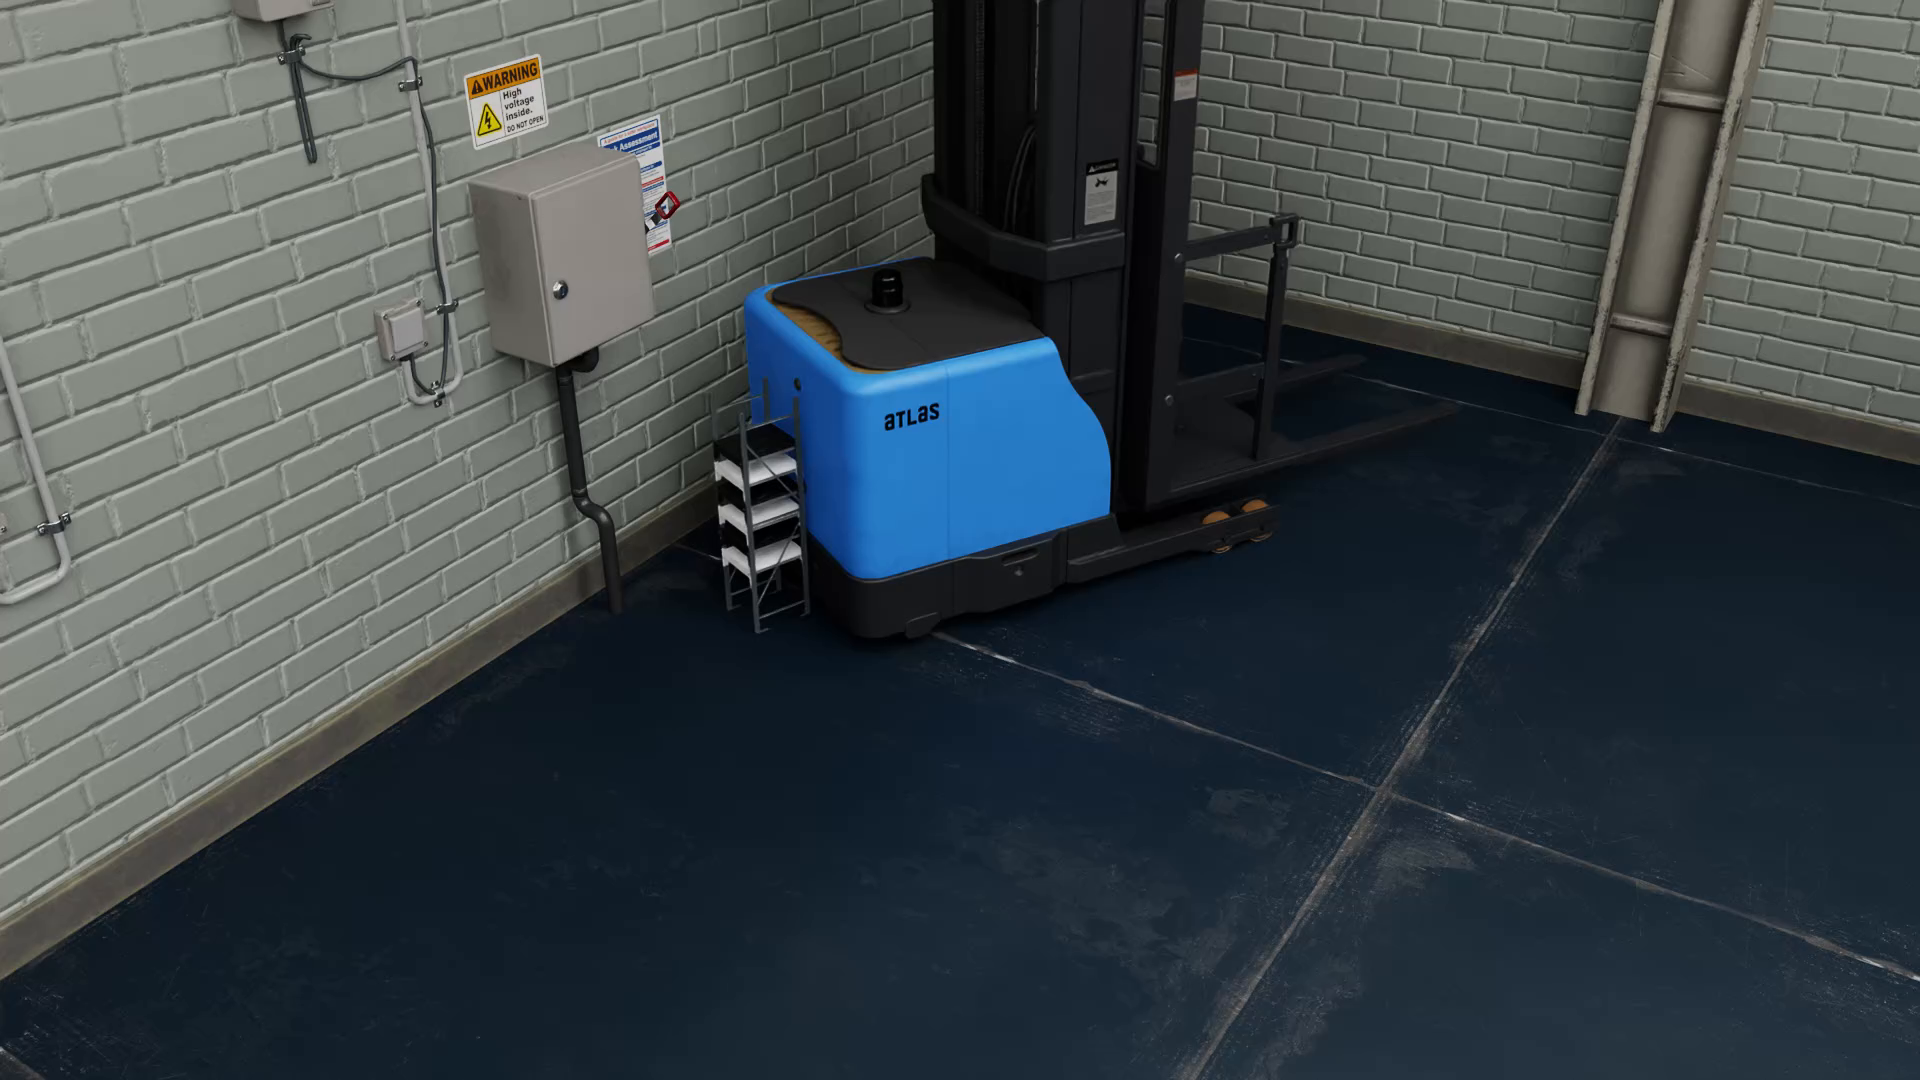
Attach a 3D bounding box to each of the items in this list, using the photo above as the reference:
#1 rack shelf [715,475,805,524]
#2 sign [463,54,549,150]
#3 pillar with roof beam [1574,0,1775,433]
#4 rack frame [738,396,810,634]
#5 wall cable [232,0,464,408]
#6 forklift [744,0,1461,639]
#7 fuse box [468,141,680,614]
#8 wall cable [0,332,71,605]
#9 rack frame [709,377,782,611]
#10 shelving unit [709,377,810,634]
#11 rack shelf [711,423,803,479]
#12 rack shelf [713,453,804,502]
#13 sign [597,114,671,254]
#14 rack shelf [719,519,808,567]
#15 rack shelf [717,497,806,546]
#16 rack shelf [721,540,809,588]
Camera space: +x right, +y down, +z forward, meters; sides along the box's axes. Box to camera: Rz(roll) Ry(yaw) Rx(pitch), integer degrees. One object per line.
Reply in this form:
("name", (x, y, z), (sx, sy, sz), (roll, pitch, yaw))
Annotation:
("rack shelf", (-0.724, -0.167, 6.031), (0.258, 0.077, 0.200), (-21, 36, -32))
("sign", (-1.467, -1.422, 5.392), (0.001, 0.242, 0.339), (18, 35, 27))
("pillar with roof beam", (0.828, -2.656, 2.373), (0.400, 9.000, 9.100), (18, 35, 27))
("rack frame", (-0.662, -0.077, 5.990), (0.240, 0.900, 0.006), (-21, 36, -32))
("wall cable", (-1.759, -1.223, 4.862), (0.122, 1.984, 0.588), (18, 35, 27))
("forklift", (0.716, -1.429, 6.291), (3.031, 2.935, 1.130), (-16, 34, -25))
("fuse box", (-1.262, -0.477, 5.870), (0.414, 1.711, 0.539), (18, 35, 27))
("wall cable", (-2.503, -0.629, 3.811), (0.123, 1.953, 0.585), (18, 35, 27))
("rack frame", (-0.786, -0.159, 6.130), (0.240, 0.900, 0.006), (-21, 36, -32))
("shelving unit", (-0.724, -0.118, 6.060), (0.258, 0.900, 0.210), (-21, 36, -32))
("rack shelf", (-0.724, -0.323, 5.940), (0.258, 0.077, 0.200), (-21, 36, -32))
("rack shelf", (-0.724, -0.245, 5.986), (0.258, 0.077, 0.200), (-21, 36, -32))
("sign", (-1.175, -1.259, 6.026), (0.001, 0.494, 0.329), (18, 35, 27))
("rack shelf", (-0.724, -0.012, 6.122), (0.258, 0.077, 0.200), (-21, 36, -32))
("rack shelf", (-0.724, -0.089, 6.076), (0.258, 0.077, 0.200), (-21, 36, -32))
("rack shelf", (-0.724, 0.066, 6.167), (0.258, 0.077, 0.200), (-21, 36, -32))
